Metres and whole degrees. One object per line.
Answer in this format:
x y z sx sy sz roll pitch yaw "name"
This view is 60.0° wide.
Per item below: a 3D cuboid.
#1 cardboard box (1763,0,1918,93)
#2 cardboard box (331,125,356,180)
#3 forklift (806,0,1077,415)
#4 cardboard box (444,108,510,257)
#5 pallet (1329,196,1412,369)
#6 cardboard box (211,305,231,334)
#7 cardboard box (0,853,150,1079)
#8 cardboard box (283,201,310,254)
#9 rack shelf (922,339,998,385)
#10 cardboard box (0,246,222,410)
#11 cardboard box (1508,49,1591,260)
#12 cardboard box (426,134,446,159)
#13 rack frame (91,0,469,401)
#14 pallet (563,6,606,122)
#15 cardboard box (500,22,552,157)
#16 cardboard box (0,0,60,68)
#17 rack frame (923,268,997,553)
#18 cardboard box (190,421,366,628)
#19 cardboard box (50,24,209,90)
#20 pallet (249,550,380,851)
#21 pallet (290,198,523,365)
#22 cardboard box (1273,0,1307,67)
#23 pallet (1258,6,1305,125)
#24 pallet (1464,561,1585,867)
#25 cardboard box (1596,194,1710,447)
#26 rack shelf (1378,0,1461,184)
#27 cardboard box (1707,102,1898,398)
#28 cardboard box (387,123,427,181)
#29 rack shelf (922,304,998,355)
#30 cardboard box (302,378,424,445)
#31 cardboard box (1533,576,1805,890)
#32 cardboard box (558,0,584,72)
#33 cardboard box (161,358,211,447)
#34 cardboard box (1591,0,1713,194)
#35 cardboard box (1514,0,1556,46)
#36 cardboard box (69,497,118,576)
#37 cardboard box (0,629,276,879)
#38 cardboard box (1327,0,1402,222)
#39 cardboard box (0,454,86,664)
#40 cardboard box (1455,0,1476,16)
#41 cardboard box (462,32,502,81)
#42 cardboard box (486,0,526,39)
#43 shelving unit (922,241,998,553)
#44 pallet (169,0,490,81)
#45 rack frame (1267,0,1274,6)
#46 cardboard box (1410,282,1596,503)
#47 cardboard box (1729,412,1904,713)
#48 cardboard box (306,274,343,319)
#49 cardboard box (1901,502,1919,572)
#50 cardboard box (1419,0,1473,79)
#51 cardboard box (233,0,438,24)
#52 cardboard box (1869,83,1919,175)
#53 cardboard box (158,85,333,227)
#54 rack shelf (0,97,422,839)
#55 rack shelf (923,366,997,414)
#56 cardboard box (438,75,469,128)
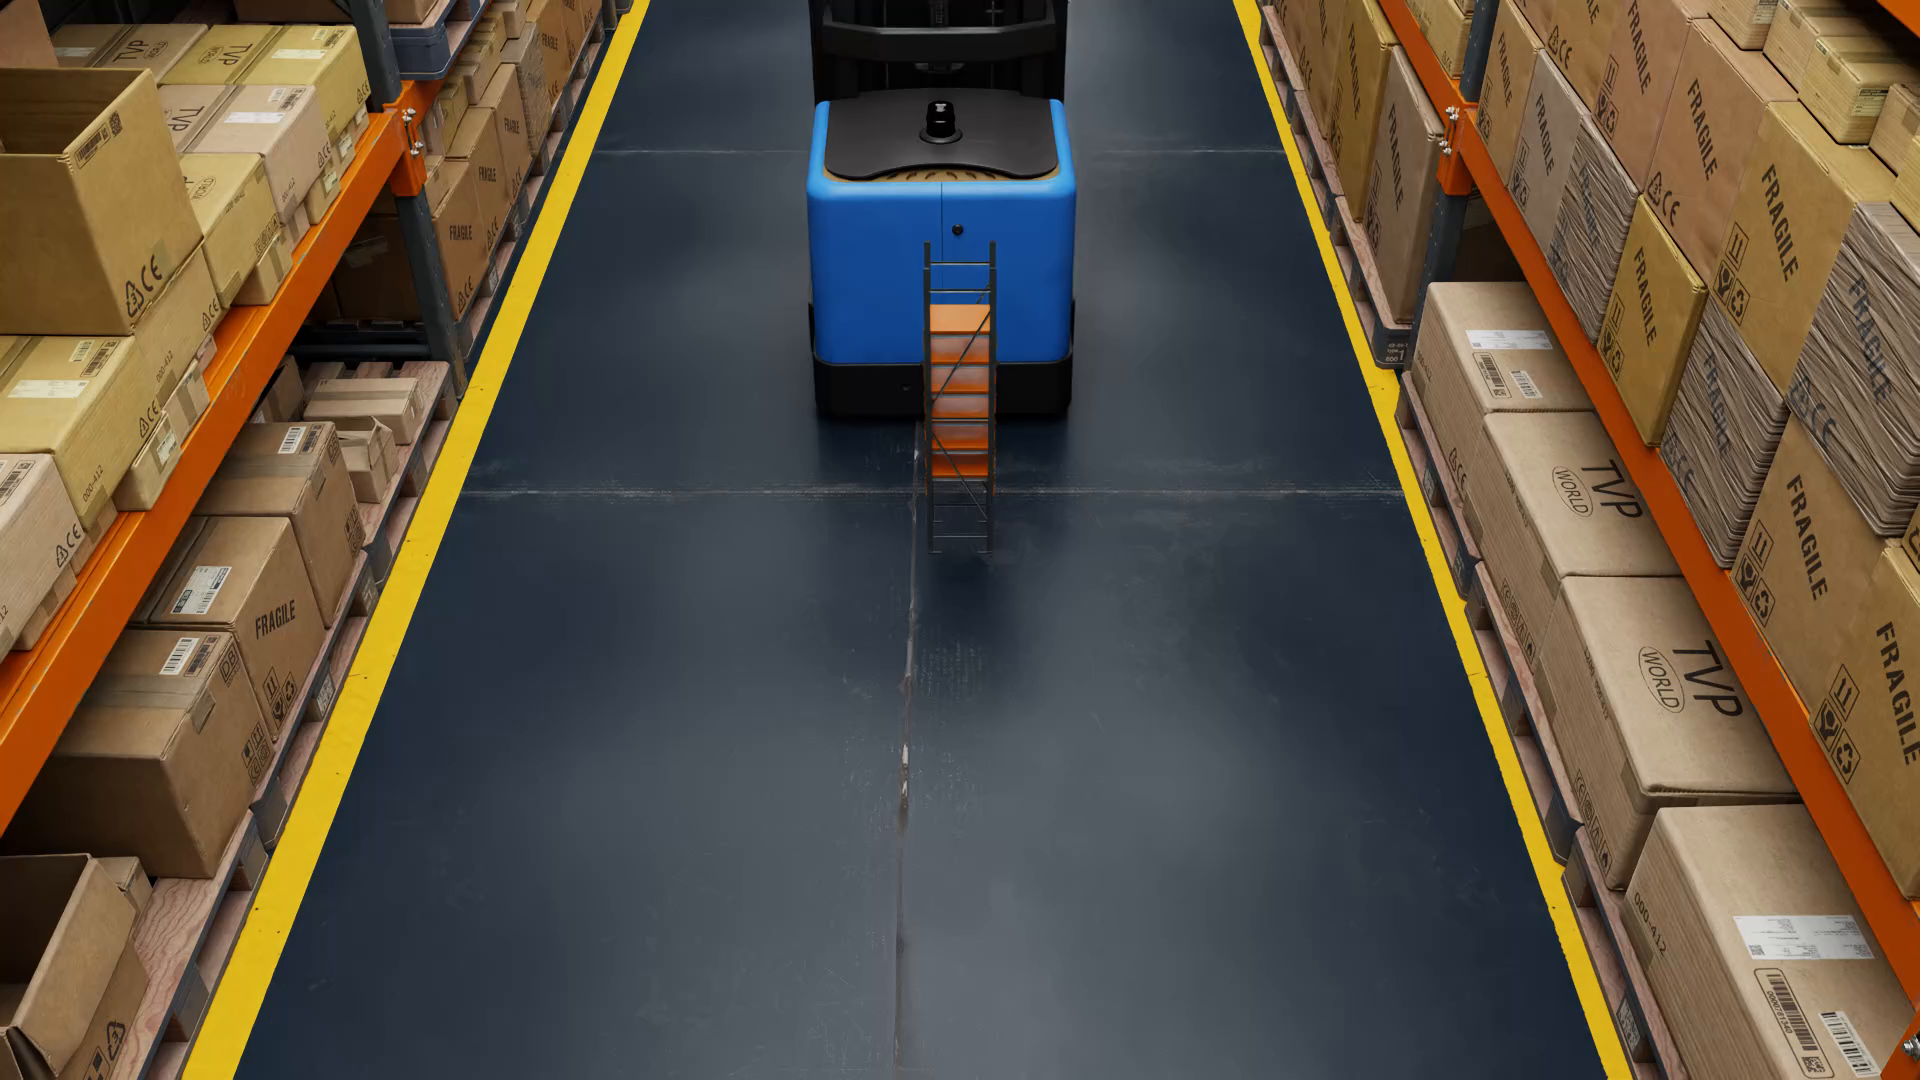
2.139 -1.165 3.907 0.380 0.149 0.250 1 39 1 "cardboard box"
-2.316 -1.332 5.714 0.380 0.149 0.250 1 39 1 "cardboard box"
-0.096 -2.546 7.084 1.130 2.935 3.031 -1 39 -1 "forklift"
-2.377 -1.616 7.531 0.500 0.500 0.500 -1 39 -1 "cardboard box"
2.297 -1.192 7.569 1.003 0.211 1.213 0 39 0 "pallet"
-2.401 -0.684 4.906 0.380 0.149 0.250 0 39 1 "cardboard box"
-2.492 1.137 4.093 0.797 0.503 0.637 -1 39 -2 "cardboard box"
-2.318 -1.005 5.307 0.380 0.149 0.250 1 39 1 "cardboard box"
0.000 -0.630 5.764 0.258 0.103 0.180 0 39 0 "rack shelf"
-2.344 -0.584 4.462 0.500 0.250 0.500 -1 39 -1 "cardboard box"
2.108 -1.228 5.304 0.500 0.500 0.500 0 39 0 "cardboard box"
-2.403 -1.631 7.031 0.380 0.149 0.250 -1 39 -1 "cardboard box"
-2.591 -1.792 6.087 1.000 3.000 0.127 0 39 0 "rack frame"
-2.632 -2.738 9.498 1.003 0.211 1.213 0 39 0 "pallet"
-2.367 -2.252 8.325 0.500 0.500 0.500 -1 39 -2 "cardboard box"
-2.855 -1.211 4.644 0.500 0.500 0.500 -1 39 -1 "cardboard box"
0.000 -0.420 5.815 0.240 1.200 0.006 0 39 0 "rack frame"
-2.455 -0.045 5.571 0.700 0.500 0.500 -1 39 -2 "cardboard box"
-2.860 -1.539 5.654 0.500 0.250 0.500 0 39 -1 "cardboard box"
-2.587 0.491 5.469 1.003 0.211 1.213 0 39 0 "pallet"
-2.629 -1.212 7.594 1.003 0.211 1.213 0 39 0 "pallet"
2.286 -3.202 9.210 0.875 0.875 0.875 0 39 0 "cardboard box"
2.294 -2.718 9.473 1.003 0.211 1.213 0 39 0 "pallet"
2.300 0.531 5.419 1.003 0.211 1.213 0 39 0 "pallet"
2.103 -0.595 4.514 0.500 0.500 0.500 1 39 1 "cardboard box"
2.371 -2.768 7.880 1.077 0.370 4.000 0 39 0 "rack shelf"
2.112 -0.663 3.799 0.500 0.500 0.500 0 39 0 "cardboard box"
-2.386 -1.574 6.722 0.380 0.149 0.250 -1 39 -1 "cardboard box"
0.000 -0.724 5.689 0.258 0.103 0.180 0 39 0 "rack shelf"
-2.296 -0.495 6.413 0.380 0.149 0.250 -1 39 -1 "cardboard box"
2.267 0.555 4.872 0.875 0.438 0.875 1 39 1 "cardboard box"
-2.390 -2.904 9.139 0.500 0.500 0.500 -1 39 -1 "cardboard box"
-2.285 -0.368 4.512 0.380 0.149 0.250 1 39 1 "cardboard box"
2.115 -1.293 4.585 0.500 0.500 0.500 1 39 1 "cardboard box"
2.131 -1.929 5.379 0.500 0.500 0.500 0 39 0 "cardboard box"
-2.339 -0.046 4.109 0.380 0.149 0.250 1 39 1 "cardboard box"
-2.454 0.604 4.761 0.700 0.500 0.500 1 39 2 "cardboard box"
2.284 -2.085 7.816 0.875 0.875 0.875 1 39 1 "cardboard box"
-2.318 0.053 3.667 0.500 0.250 0.500 0 39 0 "cardboard box"
2.129 -2.210 6.329 0.500 0.250 0.500 0 39 0 "cardboard box"
-2.389 -2.274 7.834 0.380 0.149 0.250 1 39 2 "cardboard box"
-2.368 -2.597 8.236 0.380 0.149 0.250 -2 39 -2 "cardboard box"
0.000 -0.477 5.886 0.258 1.200 0.189 0 39 0 "shelving unit"
-2.482 -2.217 6.771 1.003 0.211 1.213 0 39 0 "pallet"
2.368 -4.299 9.216 1.000 3.000 0.127 0 39 0 "rack frame"
2.266 -0.569 6.275 0.875 0.438 0.875 -1 39 -1 "cardboard box"
2.127 0.049 3.710 0.500 0.500 0.500 -1 39 -1 "cardboard box"
-2.887 -1.287 7.121 0.500 0.500 0.500 0 39 0 "cardboard box"
2.139 -0.027 3.005 0.500 0.500 0.500 1 39 1 "cardboard box"
2.120 -2.020 6.491 0.500 0.250 0.500 -1 39 -1 "cardboard box"
-2.367 -2.297 6.302 0.700 0.500 0.500 1 39 1 "cardboard box"
2.180 -0.844 3.506 0.380 0.149 0.250 0 39 0 "cardboard box"
-2.331 -1.218 5.253 0.500 0.250 0.500 0 39 0 "cardboard box"
-2.588 -0.260 4.752 1.077 0.370 4.000 0 39 0 "rack shelf"
0.000 -0.536 5.839 0.258 0.103 0.180 0 39 0 "rack shelf"
-2.428 -1.963 7.445 0.380 0.149 0.250 -1 39 -1 "cardboard box"
